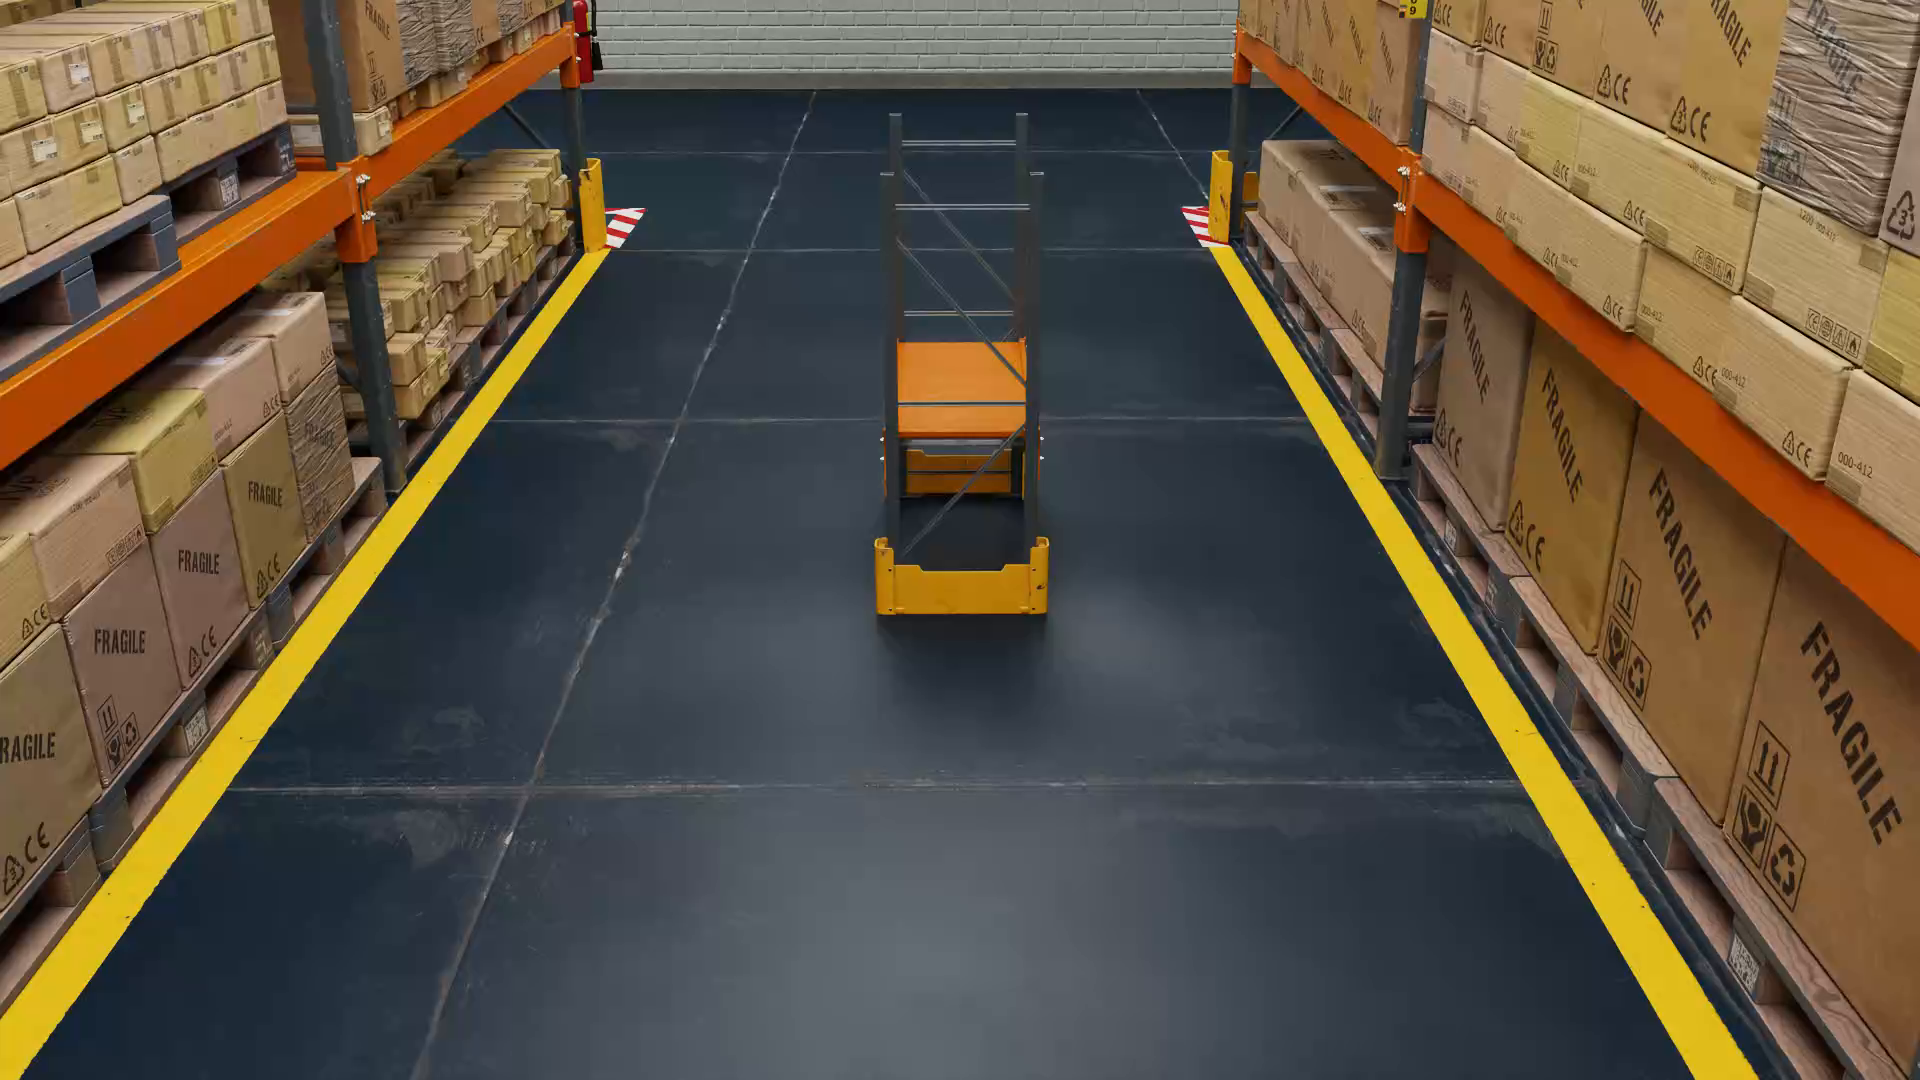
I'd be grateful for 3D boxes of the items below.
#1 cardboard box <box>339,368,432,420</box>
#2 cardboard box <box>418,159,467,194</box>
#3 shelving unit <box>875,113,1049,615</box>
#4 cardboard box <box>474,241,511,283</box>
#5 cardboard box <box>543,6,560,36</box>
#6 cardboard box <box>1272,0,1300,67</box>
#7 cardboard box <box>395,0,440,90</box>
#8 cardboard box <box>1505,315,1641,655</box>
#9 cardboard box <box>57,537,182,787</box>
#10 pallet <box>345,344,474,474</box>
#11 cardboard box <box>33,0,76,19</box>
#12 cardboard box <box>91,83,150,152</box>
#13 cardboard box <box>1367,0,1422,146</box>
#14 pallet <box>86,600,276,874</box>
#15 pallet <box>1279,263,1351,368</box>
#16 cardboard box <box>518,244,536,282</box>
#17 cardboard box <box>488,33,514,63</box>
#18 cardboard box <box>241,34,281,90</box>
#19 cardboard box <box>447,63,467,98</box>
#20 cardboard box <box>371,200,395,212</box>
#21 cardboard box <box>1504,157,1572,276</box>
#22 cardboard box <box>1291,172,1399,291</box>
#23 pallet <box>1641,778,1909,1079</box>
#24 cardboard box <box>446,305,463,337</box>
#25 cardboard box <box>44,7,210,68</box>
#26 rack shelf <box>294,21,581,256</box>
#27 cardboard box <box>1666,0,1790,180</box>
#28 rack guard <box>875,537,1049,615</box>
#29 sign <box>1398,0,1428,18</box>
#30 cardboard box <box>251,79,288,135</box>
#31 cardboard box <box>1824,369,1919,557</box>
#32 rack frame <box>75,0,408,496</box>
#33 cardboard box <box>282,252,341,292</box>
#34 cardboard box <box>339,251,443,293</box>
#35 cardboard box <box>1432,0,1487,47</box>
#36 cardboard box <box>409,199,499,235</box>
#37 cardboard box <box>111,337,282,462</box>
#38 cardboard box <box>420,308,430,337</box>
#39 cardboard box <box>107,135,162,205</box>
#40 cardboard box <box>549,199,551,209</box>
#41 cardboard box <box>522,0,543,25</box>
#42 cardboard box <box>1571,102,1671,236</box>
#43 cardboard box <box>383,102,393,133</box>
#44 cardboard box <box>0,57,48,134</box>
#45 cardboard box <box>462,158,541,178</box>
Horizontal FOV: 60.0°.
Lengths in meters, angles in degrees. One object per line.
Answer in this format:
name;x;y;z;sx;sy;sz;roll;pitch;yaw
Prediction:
cardboard box;-2.424;-0.610;6.909;0.380;0.149;0.250;-1;24;-3
cardboard box;-2.995;-2.048;9.366;0.380;0.149;0.250;0;24;0
shelving unit;0.001;-0.652;5.871;0.587;1.500;1.083;0;24;-1
cardboard box;-2.452;-1.380;8.250;0.380;0.149;0.250;0;24;0
cardboard box;-2.498;-2.967;9.475;0.380;0.149;0.250;0;24;0
cardboard box;1.903;-2.707;8.474;0.500;0.500;0.500;0;24;-1
cardboard box;-2.507;-2.157;6.896;0.500;0.500;0.500;0;24;-1
cardboard box;2.312;-0.226;5.179;0.875;0.875;0.875;0;24;1
cardboard box;-2.469;0.318;4.430;0.500;0.500;0.500;-1;24;-2
pallet;-2.784;-0.573;7.260;1.003;0.211;1.213;0;24;-1
cardboard box;-3.196;-1.750;5.553;0.380;0.149;0.250;1;24;2
cardboard box;-2.526;-1.185;4.665;0.380;0.149;0.250;-1;24;-3
cardboard box;1.947;-1.866;6.614;0.500;0.500;0.500;0;24;0
pallet;-2.715;0.529;4.825;1.003;0.211;1.213;0;24;-1
pallet;2.262;-1.177;8.597;1.003;0.211;1.213;0;24;-1
cardboard box;-2.468;-1.470;8.810;0.380;0.149;0.250;-1;24;-3
cardboard box;-2.516;-2.548;8.548;0.380;0.149;0.250;-1;24;-3
cardboard box;-2.539;-1.616;5.617;0.380;0.149;0.250;0;24;1
cardboard box;-2.480;-2.113;7.586;0.380;0.149;0.250;1;24;2
cardboard box;-3.084;-1.619;8.417;0.380;0.149;0.250;0;24;0
cardboard box;1.945;-0.955;4.904;0.500;0.250;0.500;0;24;-1
cardboard box;2.290;-1.654;8.867;0.875;0.438;0.875;0;24;1
pallet;2.318;0.963;3.864;1.003;0.211;1.213;0;24;-1
cardboard box;-2.572;-1.037;7.853;0.380;0.149;0.250;-1;24;-3
cardboard box;-2.537;-1.533;5.072;0.380;0.149;0.250;-1;24;-2
rack shelf;-2.763;-2.063;8.044;1.077;0.370;4.000;0;24;-1
cardboard box;1.972;-1.111;3.732;0.500;0.500;0.500;0;24;-1
rack guard;0.006;0.123;5.675;0.587;0.250;0.087;0;24;-1
sign;1.653;-2.058;6.013;0.100;0.325;0.005;0;24;-1
cardboard box;-2.539;-1.481;5.679;0.380;0.149;0.250;-1;24;-2
cardboard box;1.986;-0.121;3.060;0.500;0.250;0.500;-1;24;-2
rack frame;-2.741;-1.566;6.074;1.000;3.000;0.127;0;24;-1
cardboard box;-2.982;-1.190;7.470;0.380;0.149;0.250;1;24;1
cardboard box;-2.559;-1.198;7.487;0.380;0.149;0.250;-1;24;-2
cardboard box;1.925;-1.949;5.584;0.500;0.500;0.500;0;24;0
cardboard box;-2.560;-1.625;8.430;0.380;0.149;0.250;-1;24;-2
cardboard box;-2.488;-0.443;5.203;0.500;0.250;0.500;1;24;2
cardboard box;-2.556;-0.949;7.298;0.380;0.149;0.250;0;24;-1
cardboard box;-2.523;-1.053;4.733;0.380;0.149;0.250;-1;24;-3
cardboard box;-2.544;-1.919;9.441;0.380;0.149;0.250;-1;24;-2
cardboard box;-2.522;-3.000;8.760;0.500;0.500;0.500;-1;24;-1
cardboard box;1.951;-0.976;4.344;0.500;0.250;0.500;-1;24;-2
cardboard box;-2.494;-1.676;6.621;0.380;0.149;0.250;0;24;1
cardboard box;-2.523;-1.102;4.120;0.380;0.149;0.250;-1;24;-1
cardboard box;-2.580;-2.057;9.387;0.380;0.149;0.250;0;24;0
